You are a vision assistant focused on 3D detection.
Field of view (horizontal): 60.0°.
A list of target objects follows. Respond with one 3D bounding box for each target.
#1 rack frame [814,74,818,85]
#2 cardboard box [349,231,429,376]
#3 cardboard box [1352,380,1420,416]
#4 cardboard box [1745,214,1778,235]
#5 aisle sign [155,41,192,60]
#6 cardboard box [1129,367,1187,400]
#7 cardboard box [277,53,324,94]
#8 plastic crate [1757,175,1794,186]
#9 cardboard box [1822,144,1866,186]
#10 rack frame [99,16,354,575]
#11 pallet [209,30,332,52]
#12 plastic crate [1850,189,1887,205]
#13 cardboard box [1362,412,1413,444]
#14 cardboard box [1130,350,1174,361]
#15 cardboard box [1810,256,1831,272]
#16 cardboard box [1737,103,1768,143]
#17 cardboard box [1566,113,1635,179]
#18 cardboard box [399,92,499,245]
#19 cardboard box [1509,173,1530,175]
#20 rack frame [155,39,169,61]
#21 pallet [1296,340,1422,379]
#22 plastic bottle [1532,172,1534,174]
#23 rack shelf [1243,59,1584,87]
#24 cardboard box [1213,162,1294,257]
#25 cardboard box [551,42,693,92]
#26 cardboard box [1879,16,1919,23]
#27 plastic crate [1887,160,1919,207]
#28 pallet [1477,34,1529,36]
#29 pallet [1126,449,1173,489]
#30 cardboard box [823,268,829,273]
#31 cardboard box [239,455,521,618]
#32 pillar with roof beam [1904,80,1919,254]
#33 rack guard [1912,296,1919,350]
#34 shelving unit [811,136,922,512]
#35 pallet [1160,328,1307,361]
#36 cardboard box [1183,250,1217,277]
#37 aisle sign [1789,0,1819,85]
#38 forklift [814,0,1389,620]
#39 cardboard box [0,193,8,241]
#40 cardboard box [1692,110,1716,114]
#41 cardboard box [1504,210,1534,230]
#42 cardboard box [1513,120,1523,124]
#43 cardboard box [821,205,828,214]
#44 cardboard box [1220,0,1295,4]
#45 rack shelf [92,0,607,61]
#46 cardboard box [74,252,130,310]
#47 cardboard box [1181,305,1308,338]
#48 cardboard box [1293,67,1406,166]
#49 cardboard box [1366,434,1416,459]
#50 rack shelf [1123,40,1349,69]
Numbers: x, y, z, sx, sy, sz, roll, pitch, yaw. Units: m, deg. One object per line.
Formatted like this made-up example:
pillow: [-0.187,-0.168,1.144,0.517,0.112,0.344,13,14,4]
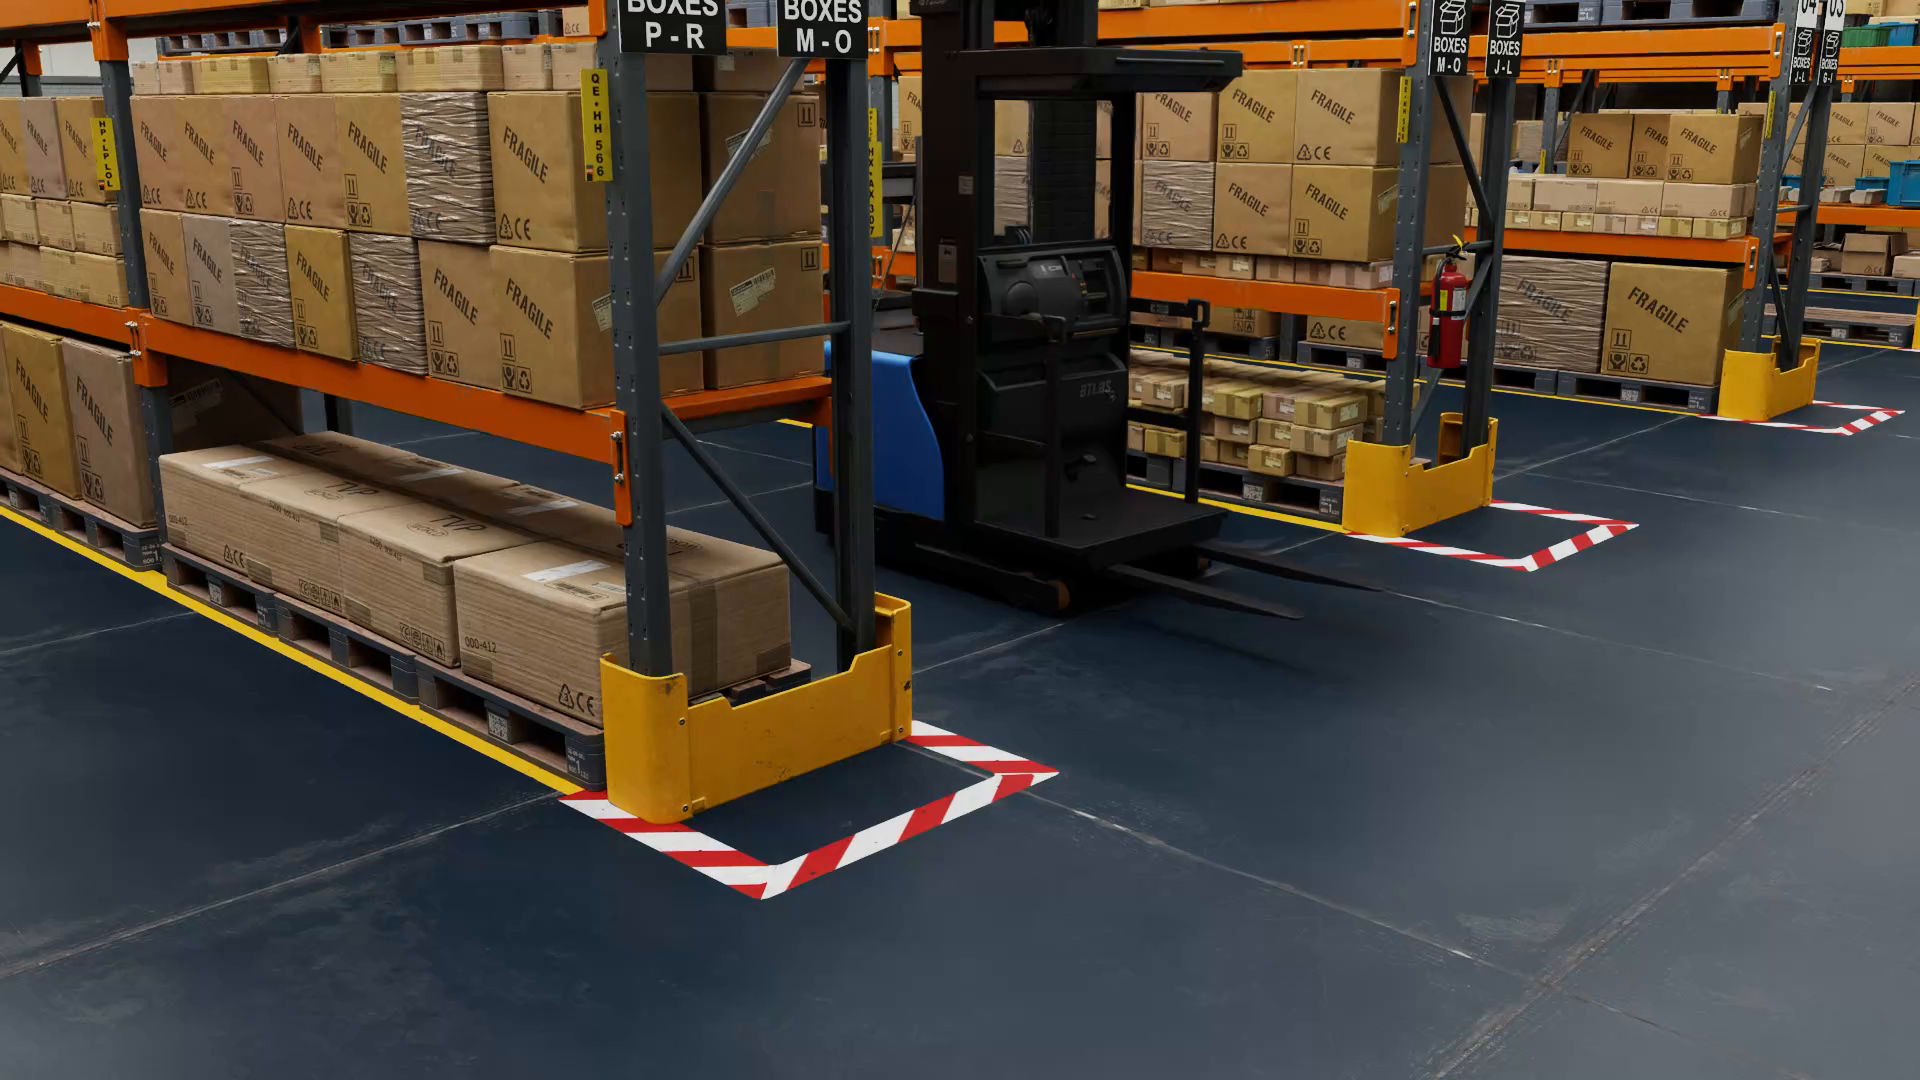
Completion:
rack frame: [-1.900,-6.160,26.623,0.127,3.000,1.000,14,20,42]
cardboard box: [-1.957,-0.925,6.335,0.500,0.500,0.500,-14,20,-43]
cardboard box: [2.523,-0.843,9.858,0.250,0.149,0.380,13,19,40]
cardboard box: [6.154,-2.461,12.926,0.250,0.149,0.380,14,20,43]
aisle sign: [-9.113,-5.594,19.296,0.004,0.787,0.394,14,20,42]
cardboard box: [1.205,-0.973,10.357,0.250,0.149,0.380,13,19,40]
cardboard box: [-2.447,-1.835,6.559,0.250,0.149,0.380,14,20,42]
plastic crate: [8.505,-3.693,17.371,0.300,0.233,0.416,14,20,42]
cardboard box: [11.087,-4.691,20.787,0.500,0.500,0.500,14,20,42]
rack frame: [-3.578,-1.362,8.209,0.127,3.000,1.000,14,20,42]
pallet: [-7.430,-5.445,18.108,1.213,0.211,1.003,14,20,42]
plastic crate: [8.905,-3.371,16.323,0.243,0.136,0.396,14,20,42]
cardboard box: [2.466,-0.684,9.838,0.380,0.149,0.250,-14,20,-42]
cardboard box: [1.212,-1.159,11.074,0.250,0.149,0.380,13,19,40]
cardboard box: [10.961,-3.537,21.306,0.250,0.166,0.380,14,20,42]
cardboard box: [10.323,-5.357,21.360,0.500,0.500,0.500,-14,20,-43]
cardboard box: [5.285,-3.205,13.503,0.500,0.500,0.500,13,19,41]
cardboard box: [-1.607,-1.321,5.872,0.500,0.500,0.500,14,20,42]
cardboard box: [4.543,-3.023,14.291,0.500,0.250,0.500,-14,20,-43]
rack frame: [-8.853,-4.378,19.785,0.127,3.000,1.000,14,20,42]
pallet: [3.794,-1.664,14.899,1.213,0.211,1.003,14,20,42]
plastic bottle: [6.675,-4.168,19.210,0.133,0.283,0.061,14,20,42]
rack shelf: [5.299,-5.513,19.619,4.000,0.370,1.077,14,20,42]
cardboard box: [1.795,-1.893,9.460,0.500,0.500,0.500,13,20,41]
cardboard box: [-1.096,-1.534,5.403,0.250,0.149,0.380,14,20,43]
cardboard box: [11.430,-6.184,20.075,0.500,0.250,0.500,14,20,42]
plastic crate: [9.247,-3.430,15.959,0.499,0.435,0.616,14,20,42]
pallet: [6.106,-5.539,18.667,1.003,0.211,1.213,14,20,42]
pallet: [1.176,-0.604,10.831,1.213,0.211,1.003,14,20,42]
cardboard box: [-1.298,-3.268,19.609,0.500,0.500,0.700,12,19,37]
cardboard box: [-2.555,-0.039,7.382,0.875,0.438,0.875,13,19,41]
pillar with roof beam: [11.731,-8.014,21.841,0.400,9.000,9.100,14,20,42]
rack guard: [9.644,-2.148,16.184,0.348,0.500,1.175,14,20,42]
shelving unit: [-0.523,-1.164,9.236,0.431,2.100,0.503,-13,20,-41]
pallet: [2.693,-1.932,15.930,1.213,0.211,1.003,14,20,42]
cardboard box: [1.521,-1.645,9.796,0.250,0.149,0.380,13,19,40]
aisle sign: [6.024,-3.651,11.841,0.004,0.787,0.394,14,20,42]
forklift: [0.598,-1.217,7.789,1.130,2.935,3.031,-13,20,-41]
cardboard box: [-5.186,-1.826,9.298,0.500,0.250,0.500,14,20,43]
cardboard box: [12.005,-6.727,26.487,0.500,0.250,0.500,13,20,41]
cardboard box: [4.595,-2.609,13.494,0.380,0.149,0.250,-14,20,-43]
cardboard box: [9.478,-7.113,29.213,0.500,0.500,0.700,14,20,42]
cardboard box: [-0.826,-2.438,12.007,0.250,0.149,0.380,14,20,43]
cardboard box: [1.781,-3.076,9.138,0.500,0.250,0.500,14,20,42]
rack shelf: [-2.138,-2.115,6.578,4.000,0.370,1.077,14,20,42]
cardboard box: [-4.076,-1.322,8.353,0.500,0.250,0.500,13,19,41]
cardboard box: [2.826,-2.444,15.743,0.875,0.875,1.225,14,20,42]
cardboard box: [2.163,-2.289,8.996,0.500,0.500,0.500,13,20,41]
cardboard box: [2.510,-0.551,9.920,0.380,0.149,0.250,-14,20,-43]
rack shelf: [1.861,-4.614,16.168,4.000,0.370,1.077,14,20,42]
